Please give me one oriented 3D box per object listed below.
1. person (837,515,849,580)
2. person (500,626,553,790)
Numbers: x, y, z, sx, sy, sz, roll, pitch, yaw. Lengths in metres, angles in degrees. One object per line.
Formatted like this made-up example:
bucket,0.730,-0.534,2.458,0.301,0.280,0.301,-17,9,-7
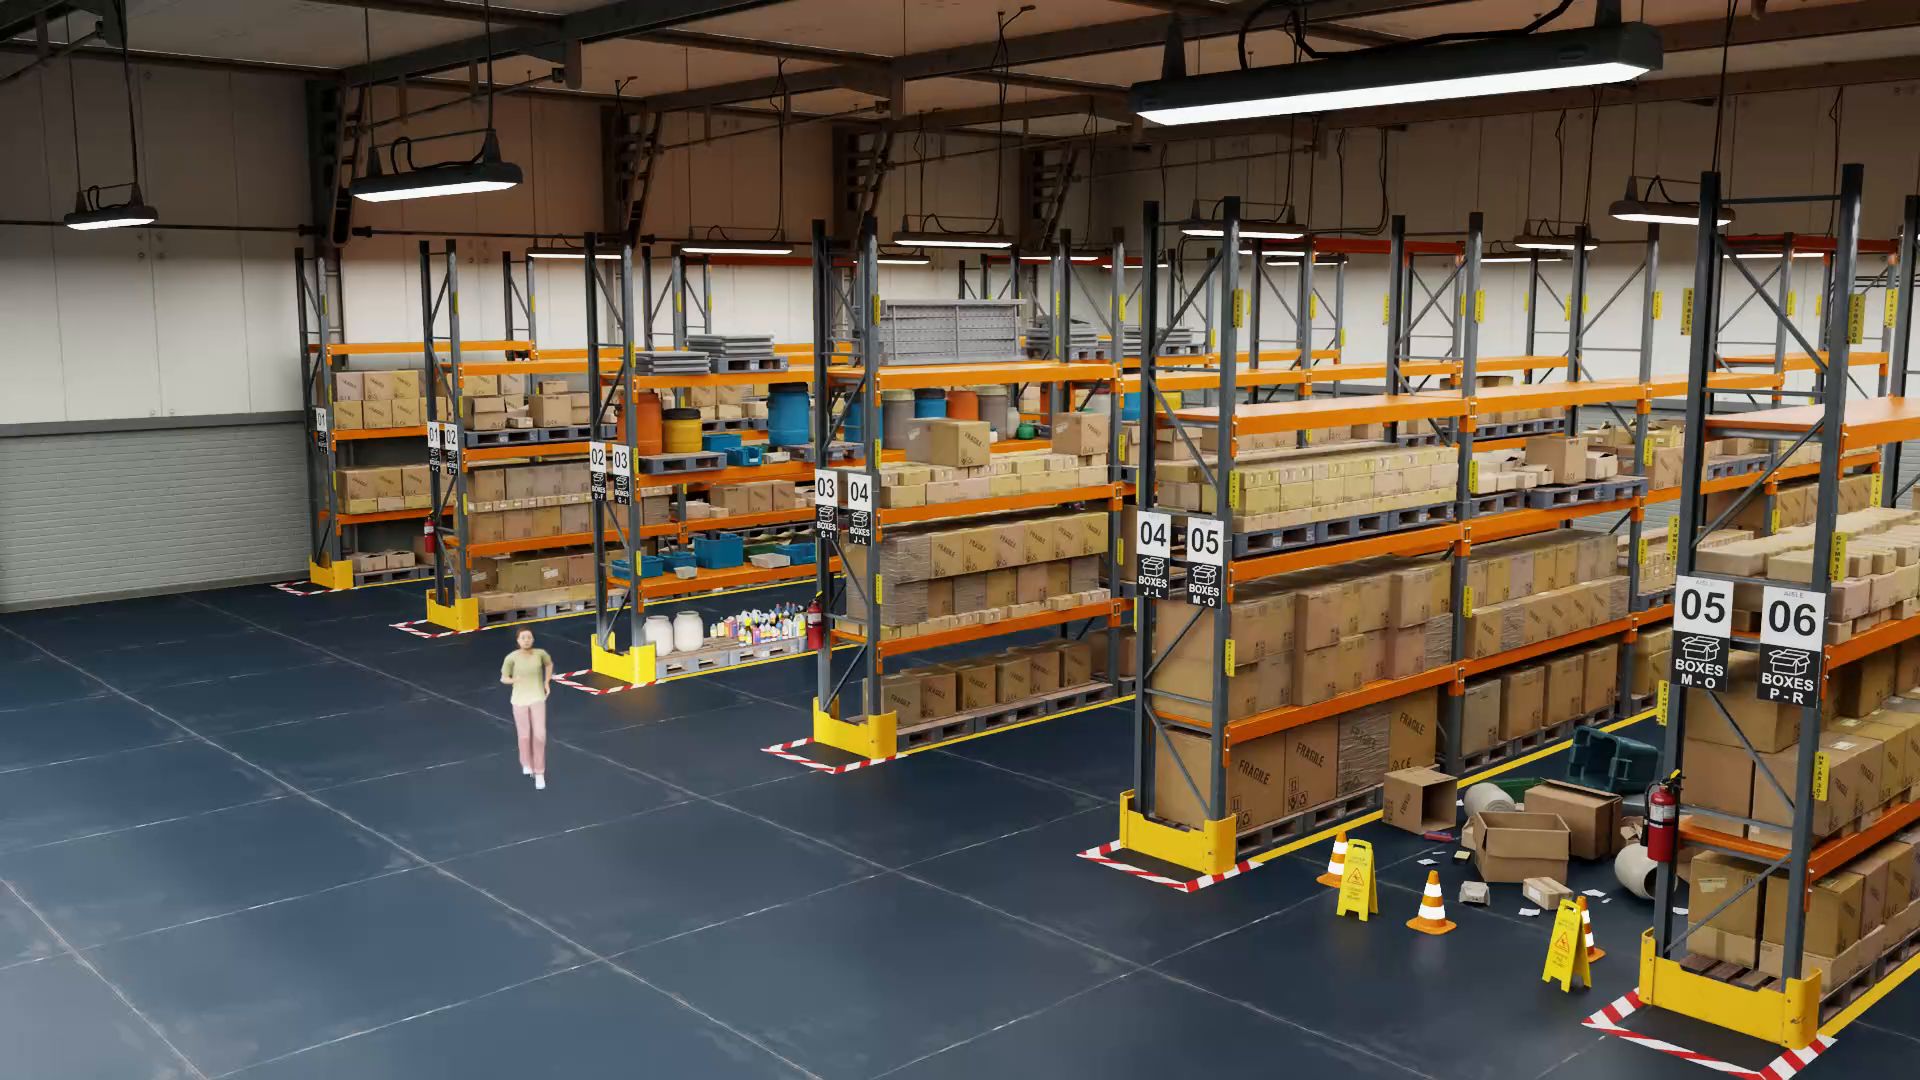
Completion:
person,-1.830,-0.178,28.617,0.685,1.748,0.605,6,10,36
person,-4.588,1.765,17.685,0.559,1.702,0.698,-3,9,-17
